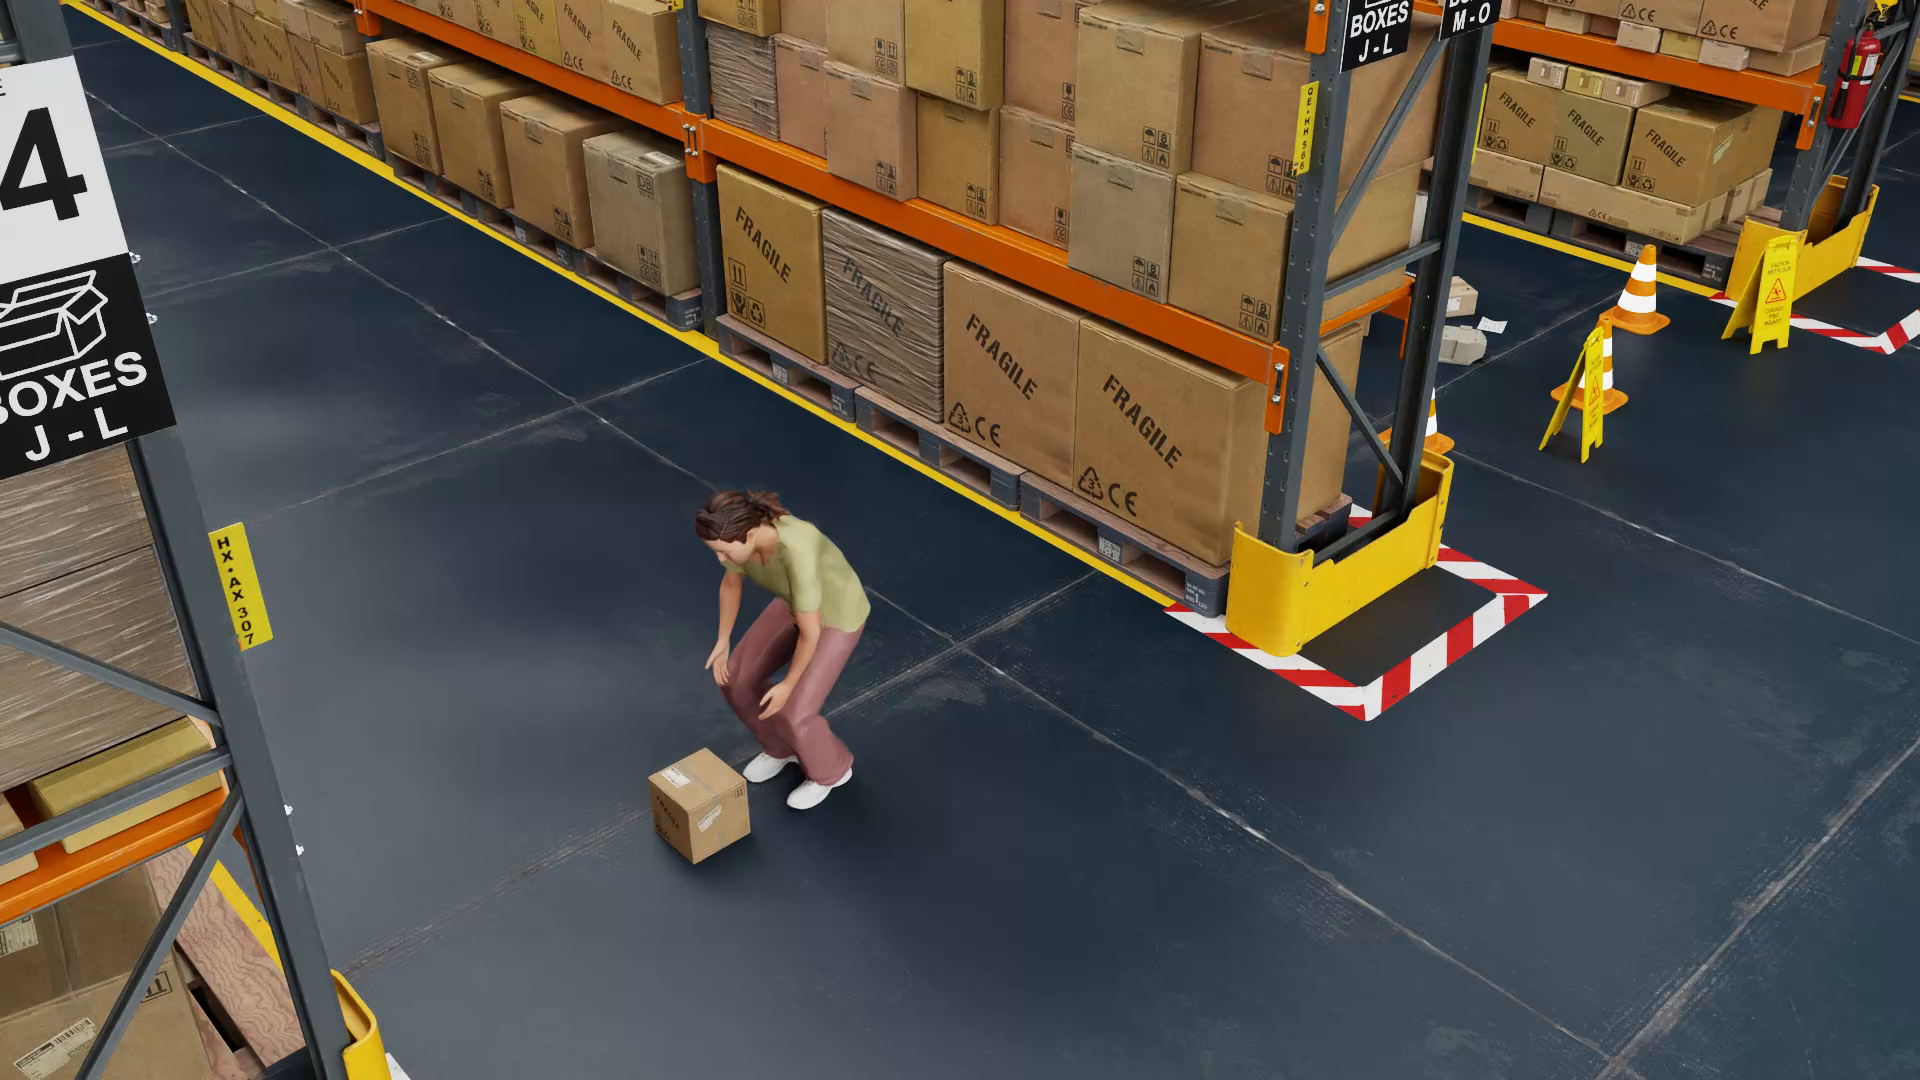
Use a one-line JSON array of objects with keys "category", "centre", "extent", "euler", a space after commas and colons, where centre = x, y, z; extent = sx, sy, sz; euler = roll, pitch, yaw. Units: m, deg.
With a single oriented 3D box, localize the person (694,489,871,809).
[{"category": "person", "centre": [-0.607, 0.347, 5.881], "extent": [0.651, 1.362, 0.510], "euler": [-26, 40, -35]}]
